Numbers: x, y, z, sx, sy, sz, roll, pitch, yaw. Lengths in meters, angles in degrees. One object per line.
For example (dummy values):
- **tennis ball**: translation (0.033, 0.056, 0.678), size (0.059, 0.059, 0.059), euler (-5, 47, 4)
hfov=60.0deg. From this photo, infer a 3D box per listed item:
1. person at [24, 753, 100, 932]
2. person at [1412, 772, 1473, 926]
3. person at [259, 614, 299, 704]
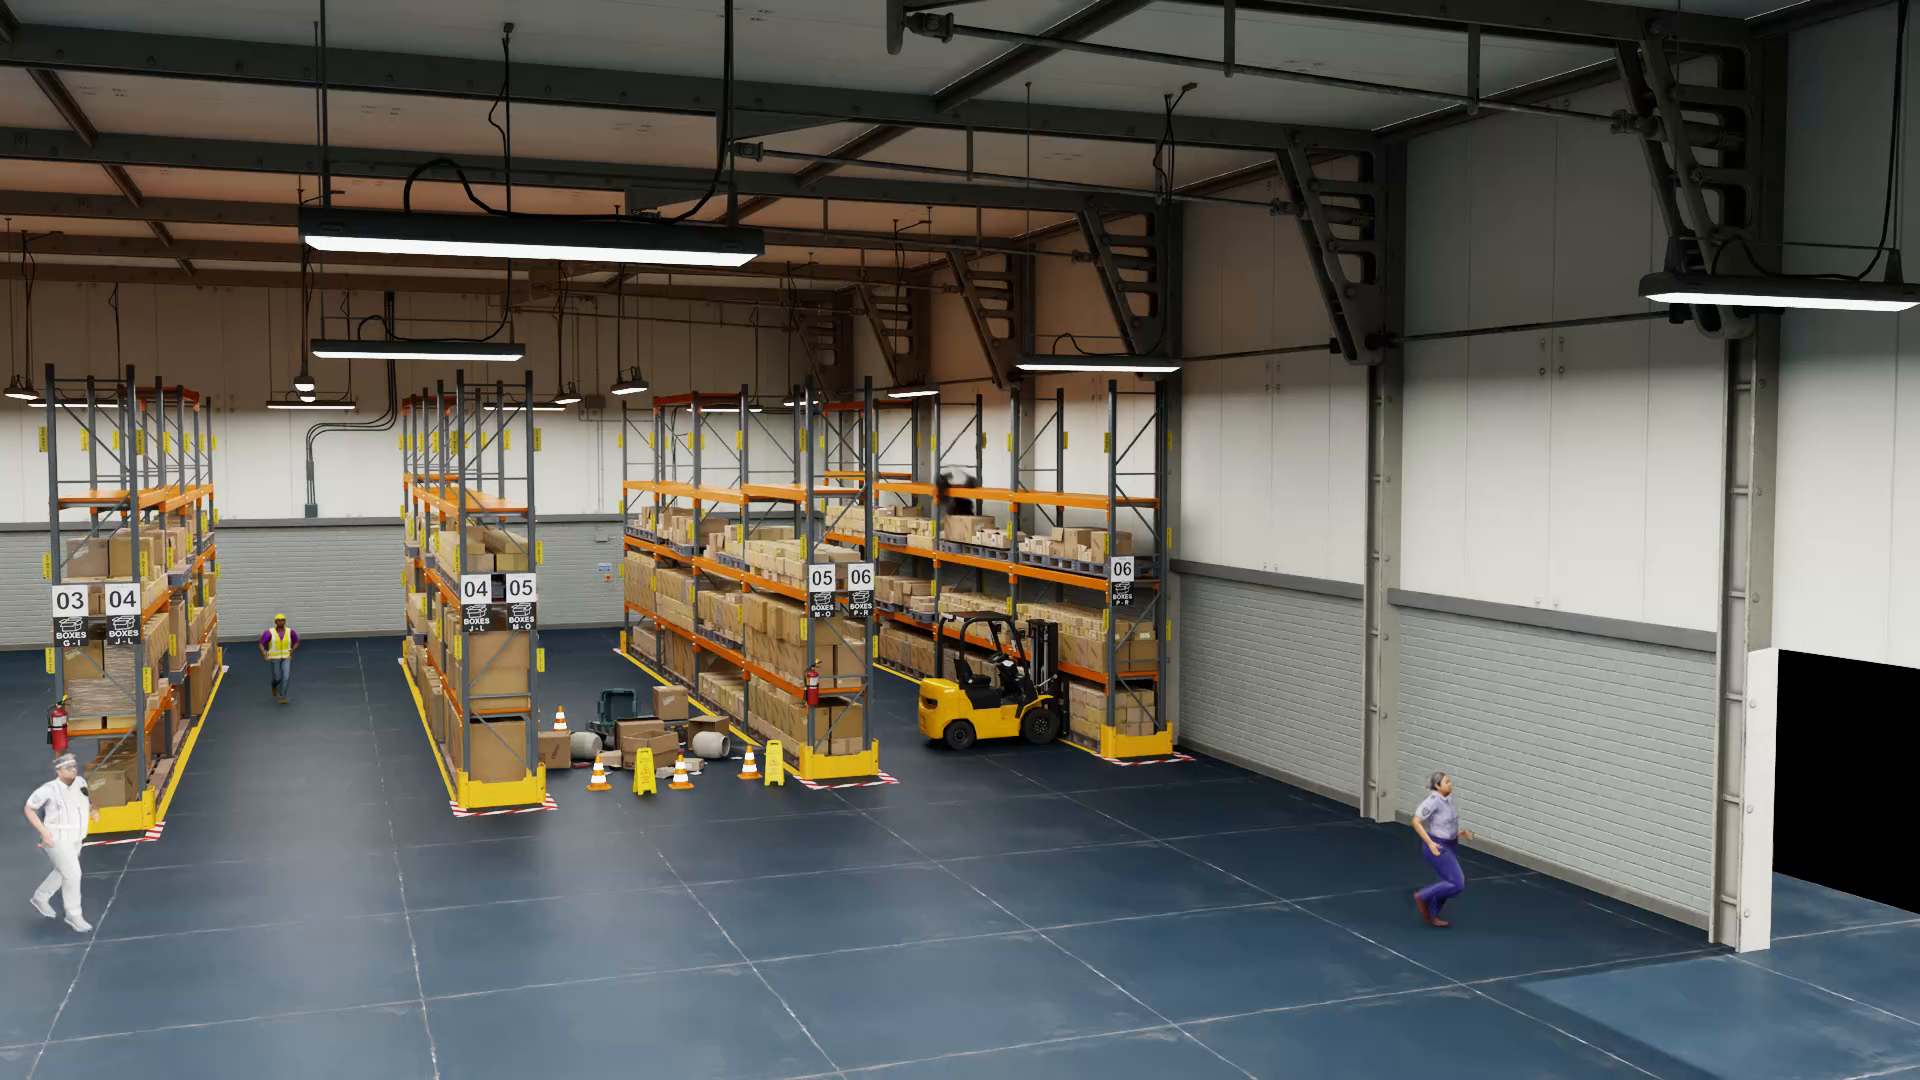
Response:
- **person**: translation (-9.317, 3.103, 17.248), size (0.854, 1.827, 0.655), euler (1, 3, 13)
- **person**: translation (5.002, 3.203, 17.156), size (0.538, 1.593, 0.600), euler (2, 4, 34)
- **person**: translation (-13.068, 2.274, 31.968), size (0.718, 1.724, 0.618), euler (-2, 4, -34)
